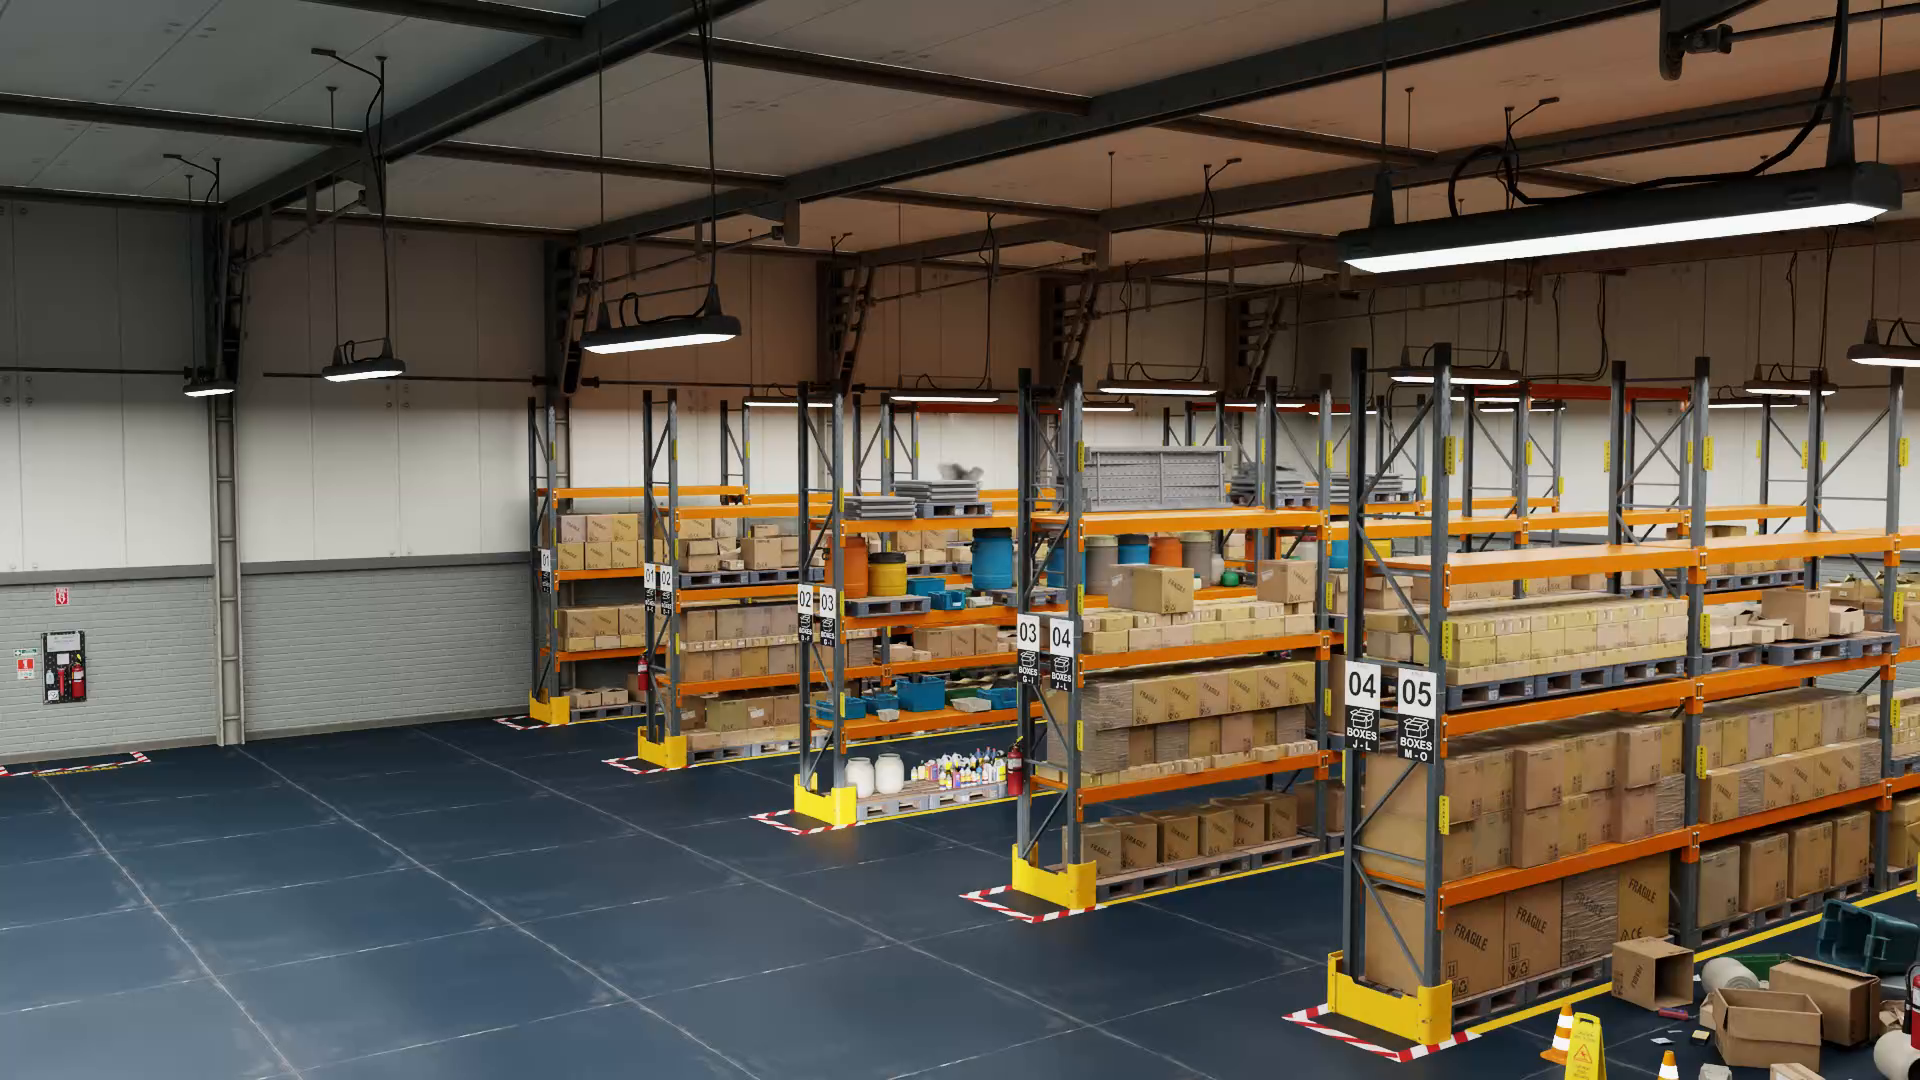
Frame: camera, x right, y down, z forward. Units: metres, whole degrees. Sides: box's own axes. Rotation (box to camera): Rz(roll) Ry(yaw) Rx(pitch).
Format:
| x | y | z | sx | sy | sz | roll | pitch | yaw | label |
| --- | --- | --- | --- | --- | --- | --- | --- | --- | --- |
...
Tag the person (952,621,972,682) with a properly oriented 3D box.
| x | y | z | sx | sy | sz | roll | pitch | yaw | label |
| --- | --- | --- | --- | --- | --- | --- | --- | --- | --- |
| 0.040 | 2.324 | 32.966 | 0.828 | 1.716 | 0.624 | -3 | 4 | -37 | person |
